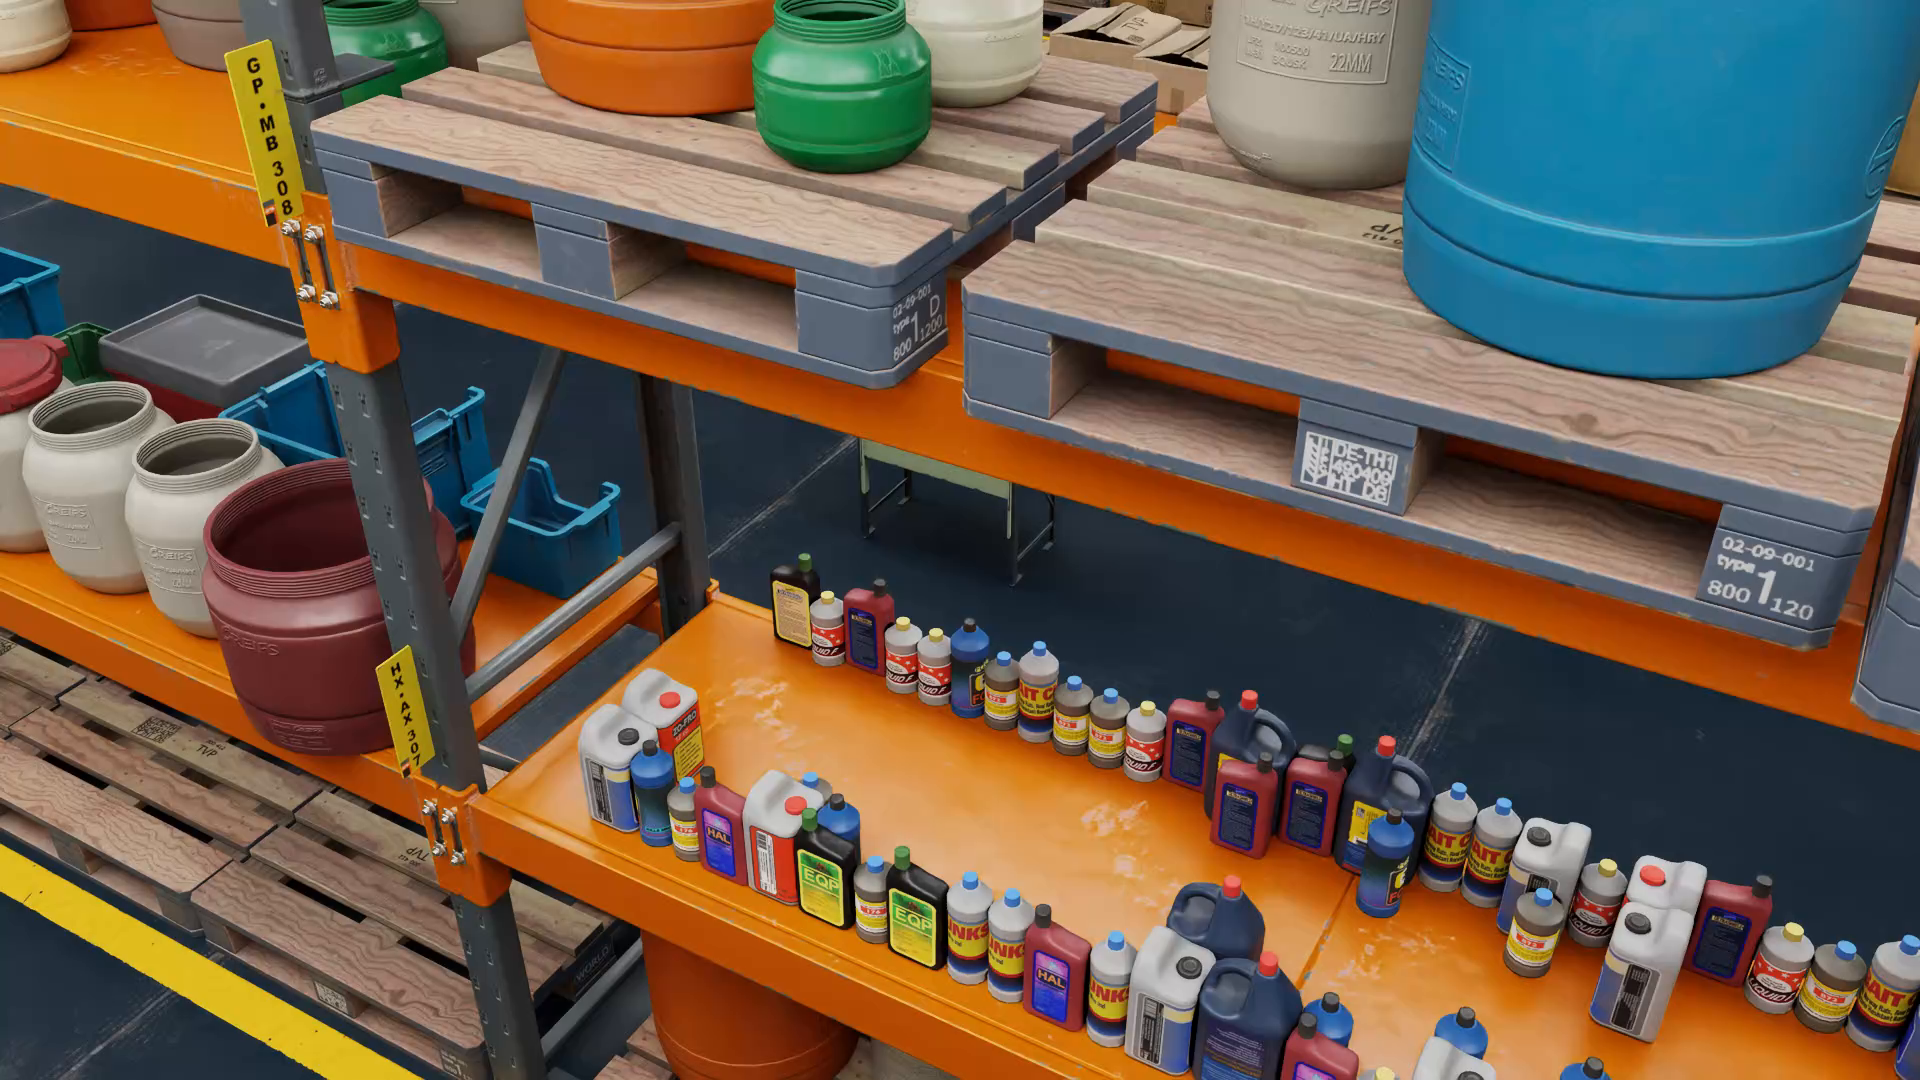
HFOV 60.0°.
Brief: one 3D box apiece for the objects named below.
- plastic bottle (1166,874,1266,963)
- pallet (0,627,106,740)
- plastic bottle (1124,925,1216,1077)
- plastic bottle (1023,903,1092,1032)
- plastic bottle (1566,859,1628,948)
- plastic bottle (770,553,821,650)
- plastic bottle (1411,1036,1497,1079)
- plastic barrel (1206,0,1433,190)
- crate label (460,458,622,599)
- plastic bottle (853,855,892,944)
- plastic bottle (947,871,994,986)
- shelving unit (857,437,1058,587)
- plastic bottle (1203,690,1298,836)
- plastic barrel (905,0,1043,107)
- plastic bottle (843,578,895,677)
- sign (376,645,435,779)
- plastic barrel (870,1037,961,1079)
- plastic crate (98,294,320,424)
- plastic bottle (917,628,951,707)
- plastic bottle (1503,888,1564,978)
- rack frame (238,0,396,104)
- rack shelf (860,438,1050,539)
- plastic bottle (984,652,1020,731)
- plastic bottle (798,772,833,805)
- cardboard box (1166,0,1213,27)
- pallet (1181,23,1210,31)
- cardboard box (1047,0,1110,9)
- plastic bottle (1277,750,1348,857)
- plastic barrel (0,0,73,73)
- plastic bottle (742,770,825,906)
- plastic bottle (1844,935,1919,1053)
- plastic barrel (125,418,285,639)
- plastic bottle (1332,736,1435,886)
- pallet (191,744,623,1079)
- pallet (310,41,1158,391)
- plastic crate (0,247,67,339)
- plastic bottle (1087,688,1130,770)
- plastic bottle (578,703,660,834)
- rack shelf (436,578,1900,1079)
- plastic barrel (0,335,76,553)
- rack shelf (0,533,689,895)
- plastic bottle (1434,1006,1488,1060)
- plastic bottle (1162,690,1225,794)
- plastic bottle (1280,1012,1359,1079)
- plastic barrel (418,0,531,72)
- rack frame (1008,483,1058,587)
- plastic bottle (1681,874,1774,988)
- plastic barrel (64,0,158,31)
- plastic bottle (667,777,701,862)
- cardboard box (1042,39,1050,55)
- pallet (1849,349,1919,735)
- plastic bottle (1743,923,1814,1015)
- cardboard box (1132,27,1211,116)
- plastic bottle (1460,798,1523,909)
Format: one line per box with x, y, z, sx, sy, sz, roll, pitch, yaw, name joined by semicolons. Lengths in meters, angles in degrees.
0.516;0.809;3.373;0.185;0.351;0.144;18;37;24;plastic bottle
-3.771;0.455;6.376;1.213;0.211;1.003;18;37;24;pallet
0.420;0.905;3.297;0.135;0.276;0.152;18;37;24;plastic bottle
0.197;0.860;3.358;0.133;0.283;0.061;18;37;24;plastic bottle
1.370;0.769;3.567;0.097;0.201;0.097;0;34;0;plastic bottle
-0.436;0.152;4.421;0.133;0.283;0.061;18;37;24;plastic bottle
0.898;1.056;3.070;0.135;0.276;0.152;18;37;24;plastic bottle
0.615;-0.868;2.639;0.433;0.535;0.433;0;34;0;plastic barrel
-1.179;-0.030;4.739;0.416;0.233;0.303;18;37;24;crate label
-0.179;0.763;3.577;0.097;0.201;0.097;0;34;0;plastic bottle
0.021;0.798;3.462;0.097;0.271;0.097;0;34;0;plastic bottle
-0.006;-0.626;6.837;0.755;1.500;0.431;18;37;24;shelving unit
0.674;0.502;3.835;0.185;0.351;0.144;18;37;24;plastic bottle
0.004;-0.944;3.001;0.301;0.262;0.301;0;34;0;plastic barrel
-0.236;0.215;4.326;0.133;0.283;0.061;18;37;24;plastic bottle
-1.266;0.396;3.802;0.005;0.325;0.100;18;37;24;sign
-0.031;1.296;4.463;0.421;0.512;0.421;0;34;0;plastic barrel
-2.250;-0.421;5.119;0.583;0.464;0.402;18;37;24;plastic crate
-0.060;0.316;4.248;0.097;0.201;0.097;0;34;0;plastic bottle
1.210;0.816;3.498;0.097;0.201;0.097;0;34;0;plastic bottle
-0.999;-2.300;2.585;0.127;3.000;1.000;18;37;24;rack frame
-0.006;-0.355;7.018;0.720;0.370;0.431;18;37;24;rack shelf
0.109;0.370;4.167;0.097;0.201;0.097;0;34;0;plastic bottle
-0.336;0.616;3.797;0.097;0.201;0.097;0;34;0;plastic bottle
1.987;-4.341;12.921;0.500;0.500;0.700;18;38;25;cardboard box
2.184;-3.961;13.009;1.213;0.211;1.003;18;37;24;pallet
1.091;-4.619;13.338;0.500;0.500;0.700;19;38;26;cardboard box
0.802;0.583;3.774;0.133;0.283;0.061;18;37;24;plastic bottle
-2.219;-1.231;3.811;0.301;0.262;0.301;0;34;0;plastic barrel
-0.382;0.650;3.679;0.135;0.276;0.152;18;37;24;plastic bottle
1.856;0.894;3.317;0.097;0.271;0.097;0;34;0;plastic bottle
-1.998;-0.030;4.487;0.421;0.512;0.421;0;34;0;plastic barrel
0.950;0.589;3.703;0.185;0.351;0.144;18;37;24;plastic bottle
-1.652;1.126;5.369;1.213;0.211;1.003;18;37;24;pallet
-0.384;-0.715;3.082;1.213;0.211;1.003;18;37;24;pallet
-3.360;-0.743;5.673;0.575;0.384;0.392;18;37;24;plastic crate
0.362;0.450;4.047;0.097;0.201;0.097;0;34;0;plastic bottle
-0.784;0.523;3.870;0.135;0.276;0.152;18;37;24;plastic bottle
0.737;1.046;3.621;4.000;0.370;1.077;18;37;24;rack shelf
-2.738;-0.270;4.827;0.433;0.535;0.433;0;34;0;plastic barrel
-2.736;-0.054;5.273;4.000;0.370;1.077;18;37;24;rack shelf
0.944;0.993;3.169;0.097;0.271;0.097;0;34;0;plastic bottle
0.556;0.466;3.949;0.133;0.283;0.061;18;37;24;plastic bottle
0.674;1.011;3.130;0.133;0.283;0.061;18;37;24;plastic bottle
-1.117;-1.331;3.735;0.421;0.512;0.421;0;34;0;plastic barrel
0.312;-0.525;6.686;0.023;1.500;0.400;18;37;24;rack frame
1.596;0.795;3.455;0.133;0.283;0.061;18;37;24;plastic bottle
-2.172;-1.740;4.064;0.708;0.830;0.600;18;37;24;plastic barrel
-0.612;0.626;3.783;0.097;0.201;0.097;0;34;0;plastic bottle
0.327;-2.405;8.381;0.250;0.149;0.380;21;39;28;cardboard box
1.745;-0.041;2.070;1.003;0.211;1.213;18;37;24;pallet
1.687;0.870;3.417;0.097;0.201;0.097;0;34;0;plastic bottle
1.168;-2.270;8.032;0.500;0.311;0.500;20;39;27;cardboard box
1.169;0.677;3.644;0.097;0.271;0.097;0;34;0;plastic bottle
